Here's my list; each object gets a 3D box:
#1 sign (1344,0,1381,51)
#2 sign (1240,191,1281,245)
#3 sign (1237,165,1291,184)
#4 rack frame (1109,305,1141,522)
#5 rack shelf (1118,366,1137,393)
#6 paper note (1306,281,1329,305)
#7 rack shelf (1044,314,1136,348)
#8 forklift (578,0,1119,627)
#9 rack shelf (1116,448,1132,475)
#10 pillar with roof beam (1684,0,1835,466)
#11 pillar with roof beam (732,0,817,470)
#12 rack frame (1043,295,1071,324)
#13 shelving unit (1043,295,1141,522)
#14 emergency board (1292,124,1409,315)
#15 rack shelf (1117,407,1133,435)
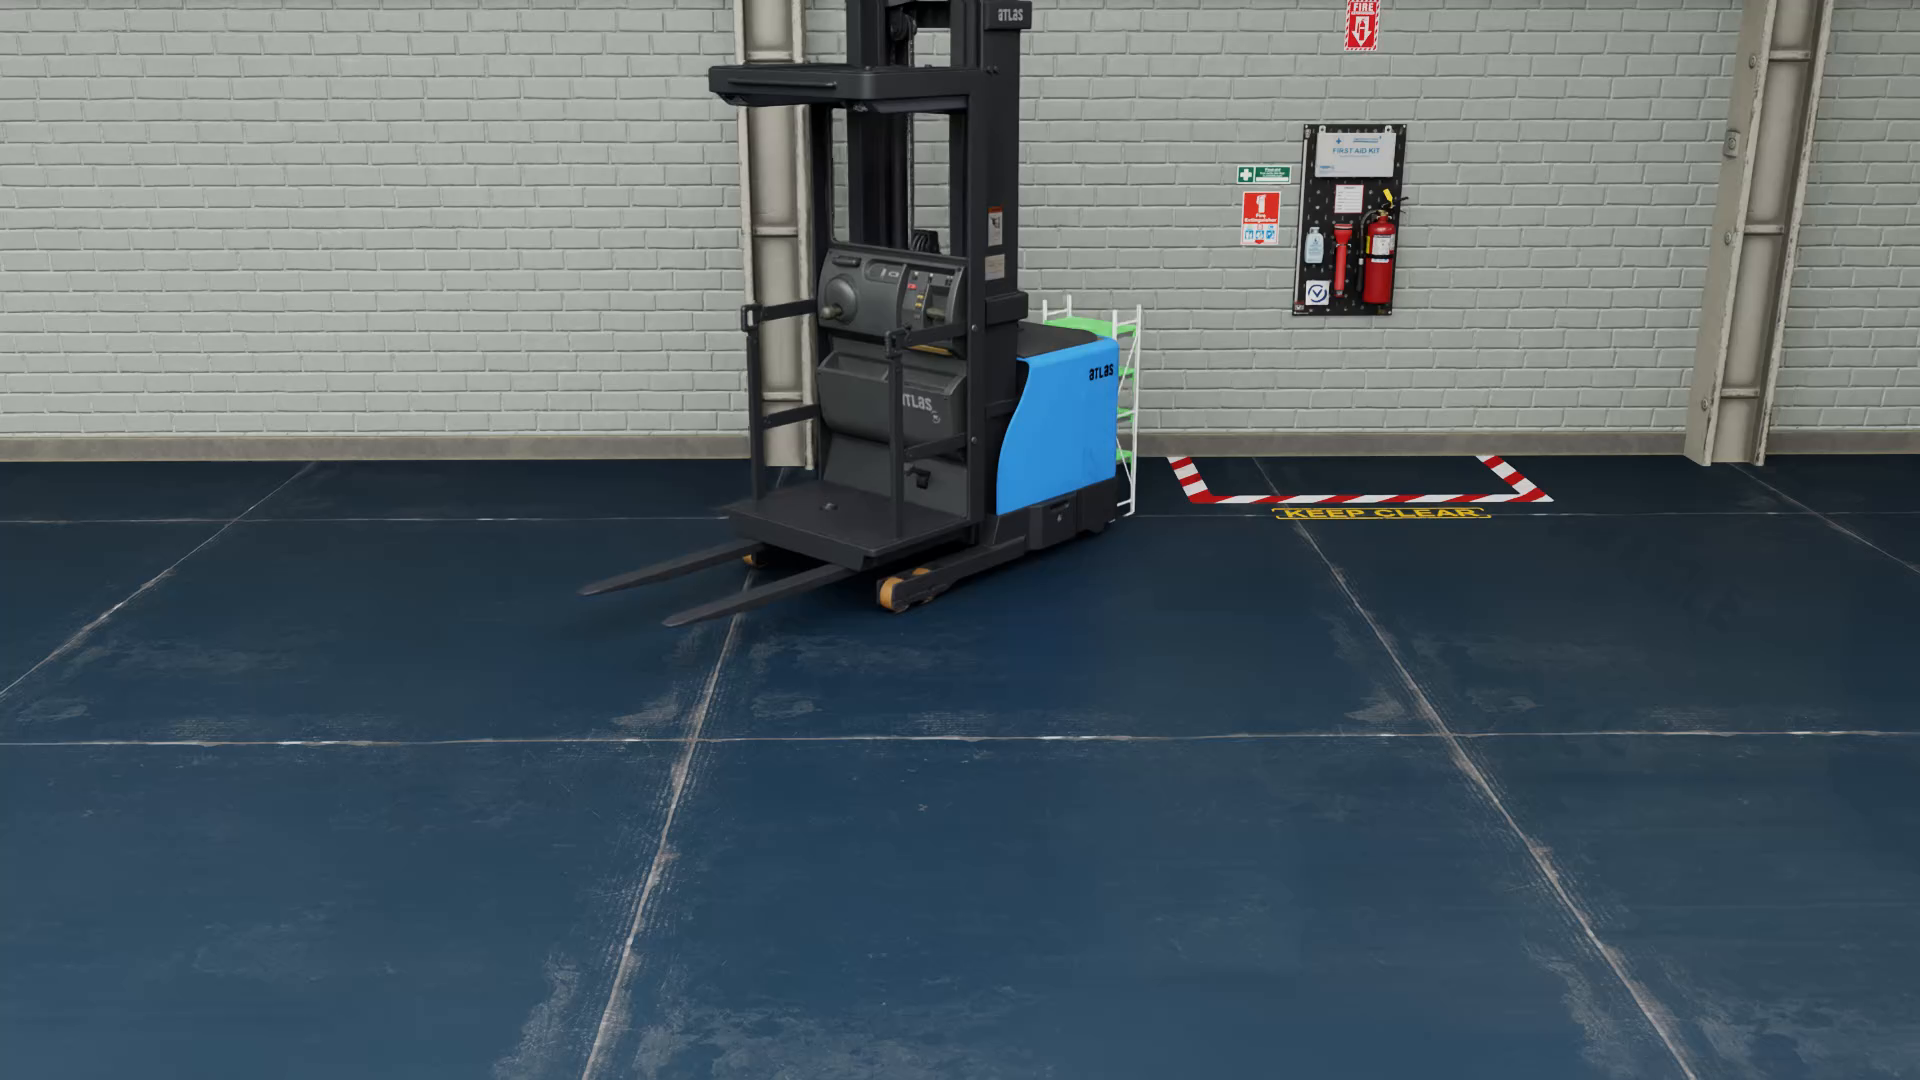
[{"bbox_3d":[2.404,-3.078,9.938,0.199,0.298,0.001,0,18,-1],"label":"sign"},{"bbox_3d":[1.859,-1.990,10.281,0.234,0.329,0.001,0,18,-1],"label":"sign"},{"bbox_3d":[1.863,-2.239,10.192,0.331,0.109,0.001,0,18,-1],"label":"sign"},{"bbox_3d":[0.913,-0.698,9.260,0.015,1.200,0.240,15,23,39],"label":"rack frame"},{"bbox_3d":[0.731,-0.916,9.361,0.480,0.148,0.258,15,23,39],"label":"rack shelf"},{"bbox_3d":[2.235,-1.545,10.395,0.142,0.148,0.016,0,18,-1],"label":"paper note"},{"bbox_3d":[0.731,-1.144,9.288,0.480,0.148,0.258,15,23,39],"label":"rack shelf"},{"bbox_3d":[-0.487,-1.224,8.064,1.130,2.935,3.031,15,23,39],"label":"forklift"},{"bbox_3d":[0.731,-0.459,9.507,0.480,0.148,0.258,15,23,39],"label":"rack shelf"},{"bbox_3d":[4.953,-3.486,5.183,0.400,9.000,9.100,0,18,-1],"label":"pillar with roof beam"},{"bbox_3d":[-1.047,-3.457,5.093,0.400,9.000,9.100,0,18,-1],"label":"pillar with roof beam"},{"bbox_3d":[0.549,-0.798,9.570,0.015,1.200,0.240,15,23,39],"label":"rack frame"},{"bbox_3d":[0.731,-0.748,9.415,0.503,1.200,0.258,15,23,39],"label":"shelving unit"},{"bbox_3d":[2.413,-1.944,10.197,0.643,1.169,0.194,0,18,-1],"label":"emergency board"},{"bbox_3d":[0.731,-0.687,9.434,0.480,0.148,0.258,15,23,39],"label":"rack shelf"}]
